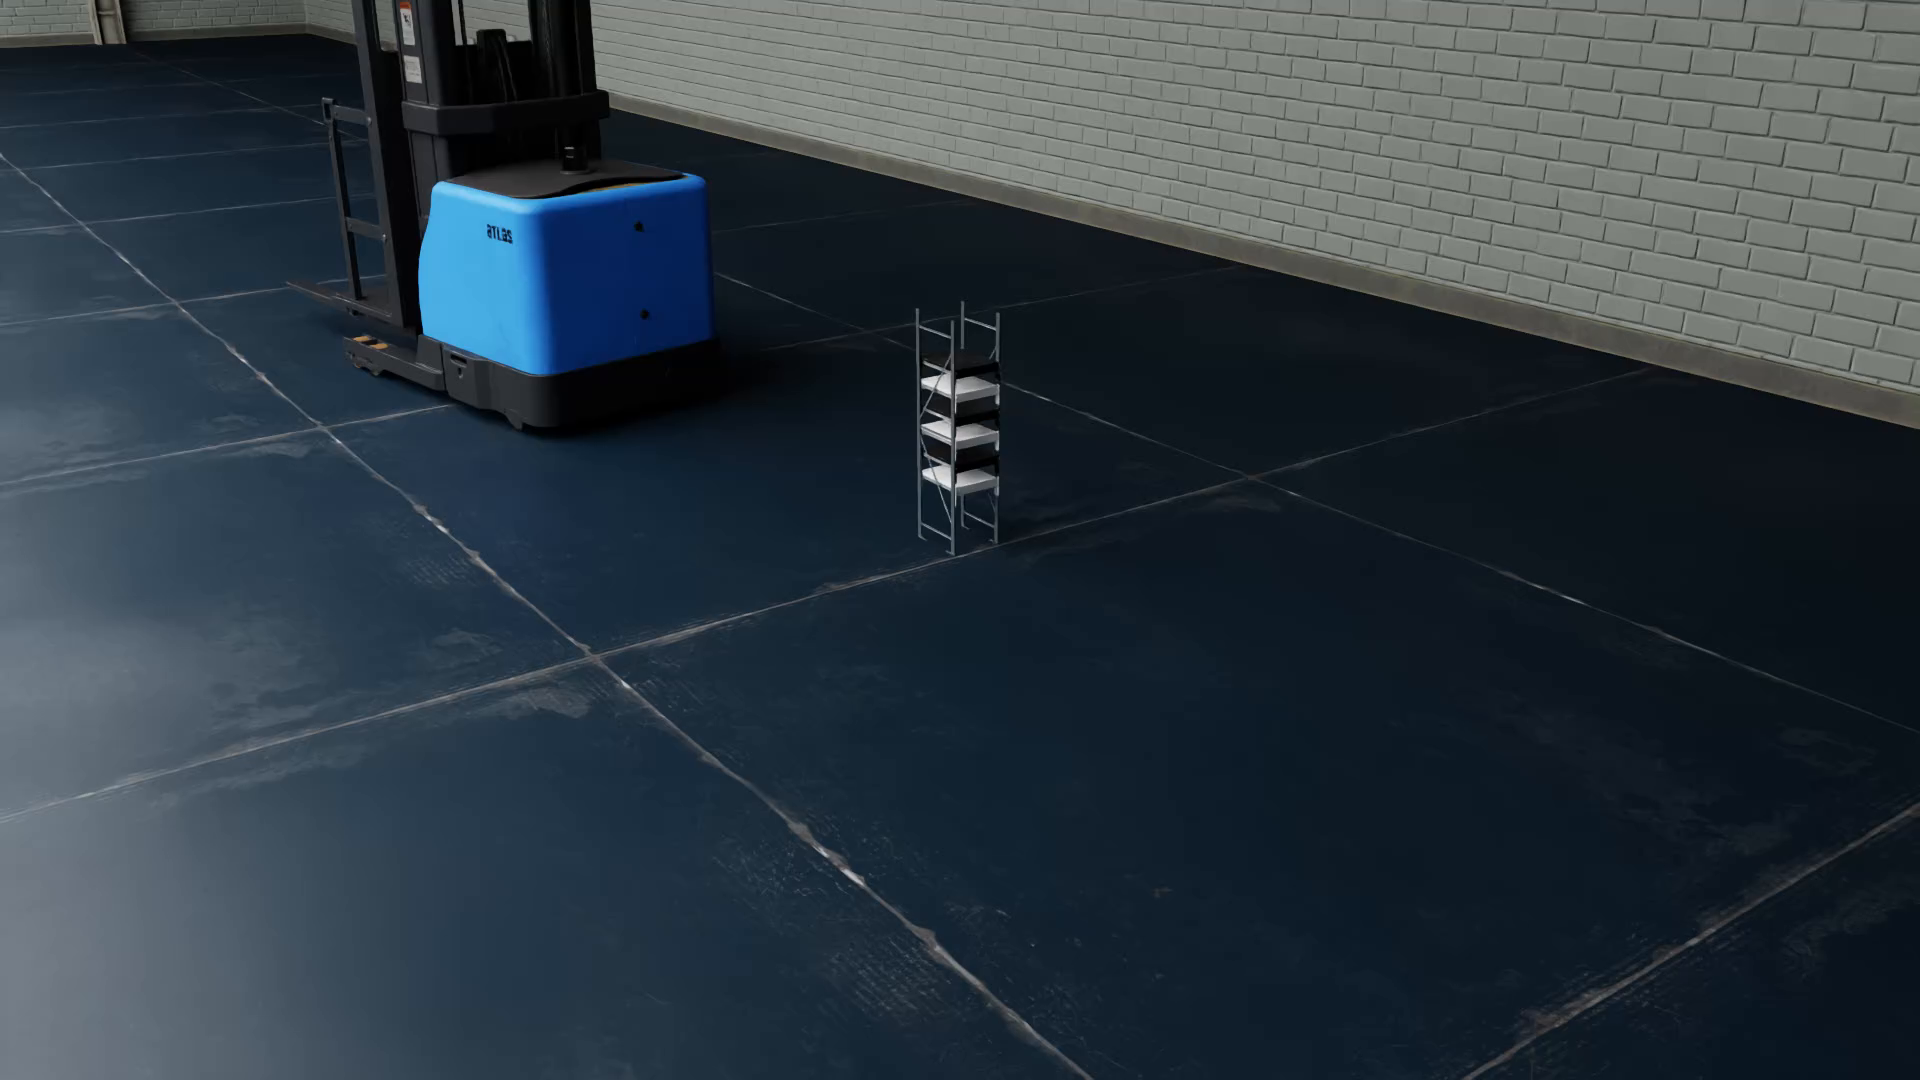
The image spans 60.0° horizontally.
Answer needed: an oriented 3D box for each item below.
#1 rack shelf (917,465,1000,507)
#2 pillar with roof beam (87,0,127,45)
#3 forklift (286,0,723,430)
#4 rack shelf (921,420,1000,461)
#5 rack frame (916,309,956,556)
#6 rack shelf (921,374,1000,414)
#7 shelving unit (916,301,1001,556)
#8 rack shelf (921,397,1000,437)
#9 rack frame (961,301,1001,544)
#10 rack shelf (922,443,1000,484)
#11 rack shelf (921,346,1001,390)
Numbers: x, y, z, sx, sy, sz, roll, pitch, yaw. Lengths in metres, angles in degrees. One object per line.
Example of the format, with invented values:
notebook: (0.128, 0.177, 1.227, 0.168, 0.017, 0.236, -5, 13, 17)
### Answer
rack shelf: (-0.007, -0.218, 6.304, 0.200, 0.077, 0.258, -15, 26, -33)
pillar with roof beam: (-10.455, -10.467, 20.485, 0.400, 9.000, 9.100, -15, 26, -33)
forklift: (-2.551, -2.319, 8.252, 1.130, 2.935, 3.031, -20, 29, -41)
rack shelf: (-0.007, -0.385, 6.238, 0.200, 0.077, 0.258, -15, 26, -33)
rack frame: (-0.089, -0.394, 6.170, 0.006, 0.900, 0.240, -15, 26, -33)
rack shelf: (-0.007, -0.552, 6.171, 0.200, 0.077, 0.258, -15, 26, -33)
shelving unit: (-0.007, -0.416, 6.225, 0.210, 0.900, 0.258, -15, 26, -33)
rack shelf: (-0.007, -0.469, 6.204, 0.200, 0.077, 0.258, -15, 26, -33)
rack frame: (0.076, -0.438, 6.280, 0.006, 0.900, 0.240, -15, 26, -33)
rack shelf: (-0.007, -0.302, 6.271, 0.200, 0.077, 0.258, -15, 26, -33)
rack shelf: (-0.007, -0.636, 6.137, 0.200, 0.077, 0.258, -15, 26, -33)
